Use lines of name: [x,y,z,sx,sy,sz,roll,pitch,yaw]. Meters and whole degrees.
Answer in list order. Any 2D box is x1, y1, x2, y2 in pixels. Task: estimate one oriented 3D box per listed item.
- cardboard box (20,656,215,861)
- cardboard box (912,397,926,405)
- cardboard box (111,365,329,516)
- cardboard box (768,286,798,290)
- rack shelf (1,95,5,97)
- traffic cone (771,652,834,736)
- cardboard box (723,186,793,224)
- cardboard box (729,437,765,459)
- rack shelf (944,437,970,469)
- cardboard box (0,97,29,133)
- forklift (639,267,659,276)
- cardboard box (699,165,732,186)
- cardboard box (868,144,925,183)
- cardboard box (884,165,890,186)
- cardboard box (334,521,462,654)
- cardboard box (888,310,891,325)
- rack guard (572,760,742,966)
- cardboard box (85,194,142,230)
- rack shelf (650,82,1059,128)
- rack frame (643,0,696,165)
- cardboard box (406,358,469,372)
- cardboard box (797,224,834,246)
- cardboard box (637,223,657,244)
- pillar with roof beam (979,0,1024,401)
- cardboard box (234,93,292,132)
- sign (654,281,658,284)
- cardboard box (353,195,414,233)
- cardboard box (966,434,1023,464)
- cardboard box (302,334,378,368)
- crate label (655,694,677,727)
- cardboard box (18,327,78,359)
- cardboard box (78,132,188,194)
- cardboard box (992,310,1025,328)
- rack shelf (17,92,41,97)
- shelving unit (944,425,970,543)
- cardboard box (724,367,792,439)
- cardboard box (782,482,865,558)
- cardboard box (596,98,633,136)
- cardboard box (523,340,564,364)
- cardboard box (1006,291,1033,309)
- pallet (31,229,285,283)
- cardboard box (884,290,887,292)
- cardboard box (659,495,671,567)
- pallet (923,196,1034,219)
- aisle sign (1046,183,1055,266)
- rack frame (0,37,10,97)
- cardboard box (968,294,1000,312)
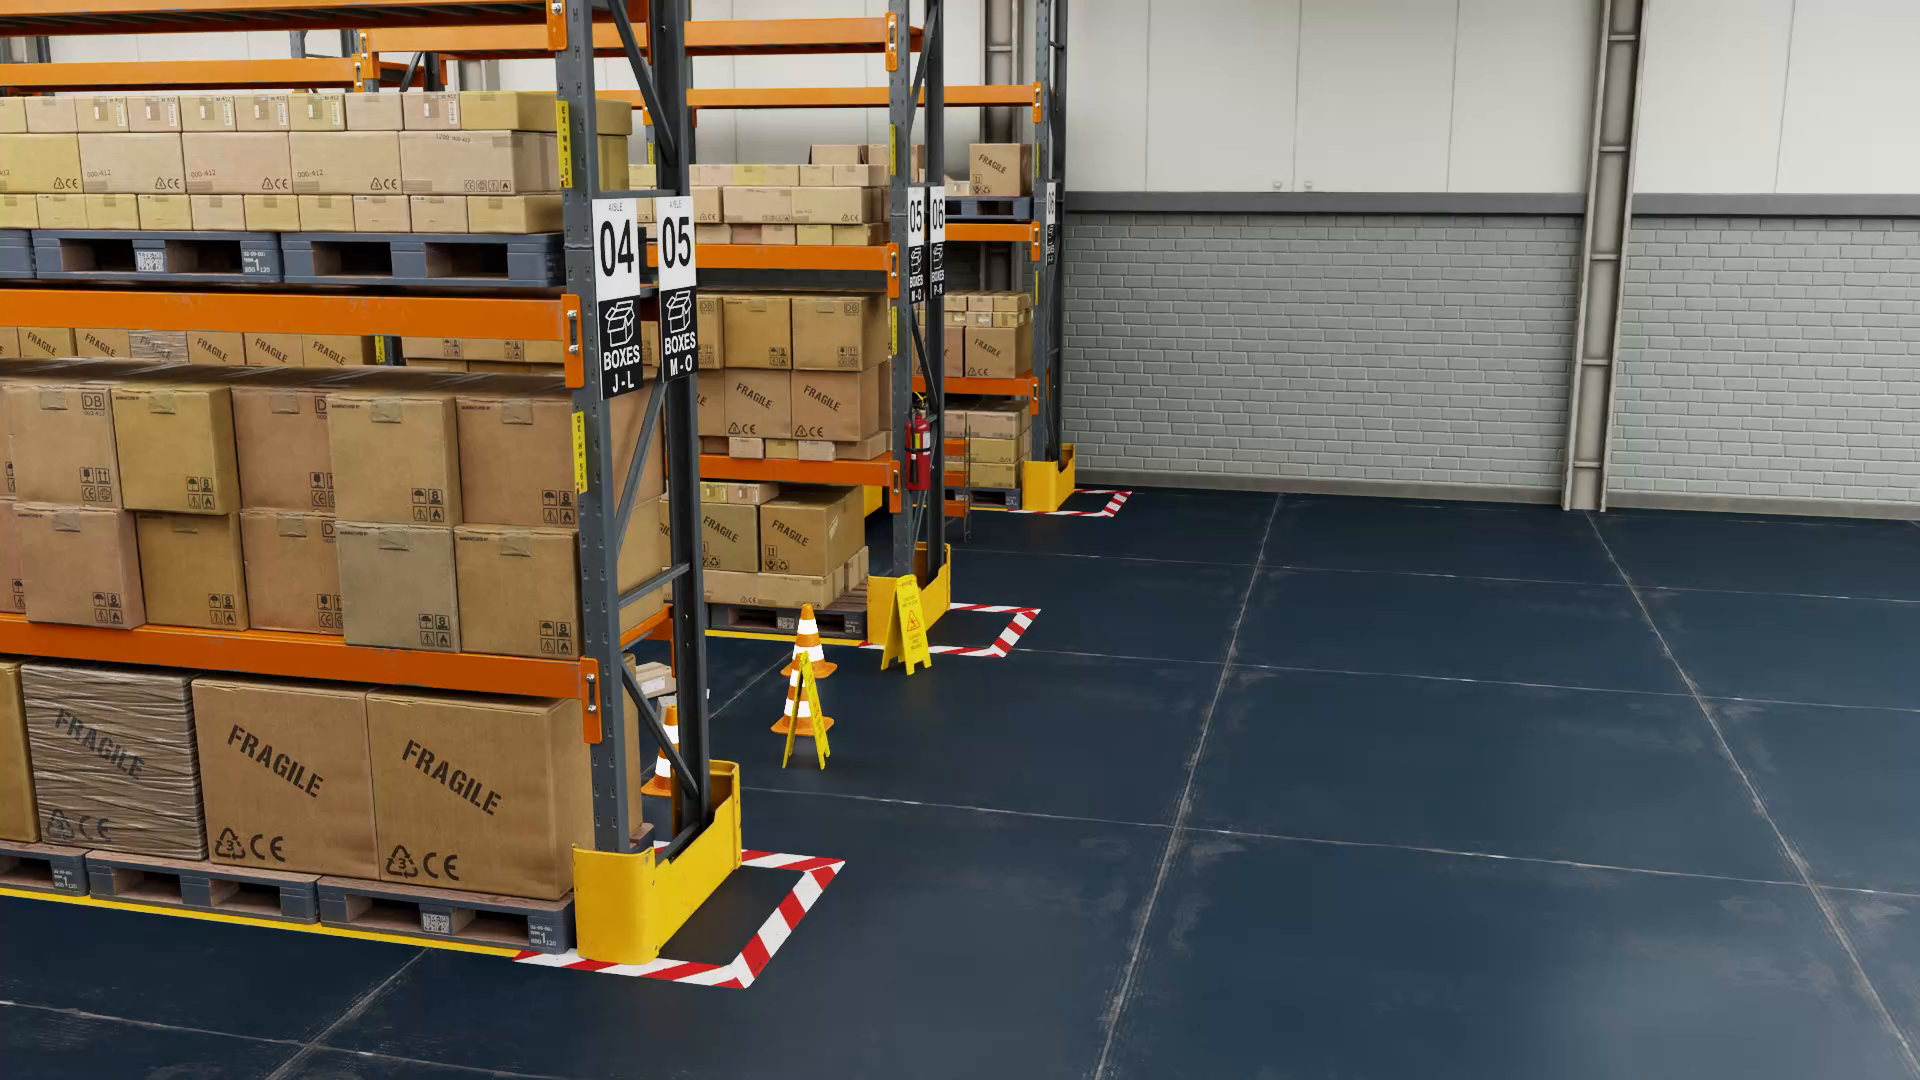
cardboard box: [-3.797,0.936,8.043,0.875,0.875,0.875,3,13,14]
cardboard box: [-0.500,-1.341,17.440,0.500,0.250,0.500,3,13,13]
cardboard box: [-3.347,-0.477,7.635,0.500,0.550,0.875,3,13,14]
cardboard box: [-1.859,-2.605,17.652,0.250,0.149,0.380,3,13,12]
rack shelf: [-10.004,-3.730,13.869,4.000,0.370,1.077,3,13,14]
traffic cone: [-0.958,0.910,10.080,0.334,0.463,0.336,3,13,14]
cardboard box: [-1.342,-2.364,11.714,0.500,0.250,0.500,3,13,13]
cardboard box: [-1.483,-0.695,12.036,0.250,0.149,0.380,3,13,15]
rack shelf: [-0.052,-0.782,15.090,0.240,0.259,0.215,3,13,14]
cardboard box: [-4.005,-1.832,7.194,0.250,0.149,0.380,3,13,14]
forklift: [-3.355,-1.702,16.156,3.031,2.935,1.130,1,13,6]
cardboard box: [-1.658,-2.584,11.785,0.250,0.149,0.380,3,13,14]
cardboard box: [-0.568,-3.685,16.579,0.500,0.500,0.700,3,13,14]
cardboard box: [-0.592,-2.621,11.951,0.250,0.149,0.380,3,13,13]
cardboard box: [-2.294,0.111,7.479,0.550,0.550,0.875,3,13,14]
cardboard box: [-0.765,-2.258,16.775,0.250,0.149,0.380,3,13,14]
rack guard: [-1.360,1.439,7.608,0.348,0.500,1.175,3,13,14]
cardboard box: [-3.518,-1.416,7.162,0.250,0.149,0.380,3,13,14]
rack shelf: [-1.052,-4.359,16.703,4.000,0.370,1.077,3,13,14]
rack frame: [-2.993,-5.009,17.050,0.127,3.000,1.000,3,13,14]
cardboard box: [-3.819,-1.149,12.584,0.500,0.500,0.500,3,13,13]
cardboard box: [-0.958,-2.136,11.606,0.250,0.149,0.380,3,13,14]
cardboard box: [-2.211,-2.200,11.896,0.250,0.149,0.380,3,13,13]
pillar with roof beam: [-0.601,-4.122,13.051,0.400,9.000,9.100,3,13,14]
cardboard box: [-2.776,-1.766,6.898,0.250,0.149,0.380,3,13,14]
sign: [-3.114,-2.492,17.066,0.005,0.325,0.100,3,13,14]
cardboard box: [-2.281,-1.350,6.865,0.250,0.149,0.380,3,13,14]
cardboard box: [0.343,-0.939,16.780,0.500,0.250,0.500,3,13,13]
cardboard box: [-4.682,-1.411,12.796,0.500,0.500,0.500,3,13,12]
crate label: [-1.736,1.041,10.240,0.298,0.136,0.250,-4,13,-16]
cardboard box: [-7.173,-1.545,13.401,0.500,0.500,0.500,4,13,16]
cardboard box: [-3.387,-1.618,7.150,0.500,0.250,0.500,3,13,14]
cardboard box: [0.486,-2.197,16.498,0.250,0.149,0.380,3,13,14]
rack shelf: [-12.702,-5.175,19.467,4.000,0.370,1.077,3,13,14]
shelving unit: [-0.052,-0.515,15.149,0.252,1.050,0.215,3,13,14]
cardboard box: [-1.373,-1.020,12.003,0.500,0.500,0.500,3,13,14]
cardboard box: [-1.036,-0.158,12.685,0.500,0.500,0.500,3,13,12]
cardboard box: [-1.631,-1.851,7.282,0.250,0.149,0.380,3,13,14]
cardboard box: [-2.832,-1.587,12.251,0.500,0.500,0.700,3,13,12]
cardboard box: [0.615,-2.445,16.932,0.250,0.149,0.380,3,13,12]
pallet: [-3.294,-1.302,7.475,1.213,0.211,1.003,3,13,14]
cardboard box: [-0.620,-2.536,17.338,0.250,0.149,0.380,3,13,12]
cardboard box: [-2.132,-0.098,12.413,0.500,0.500,0.500,3,13,12]
pallet: [0.210,-3.336,16.639,1.213,0.211,1.003,3,13,14]
aisle sign: [0.884,-3.076,16.189,0.004,0.787,0.394,3,13,14]
rack frame: [-8.062,-4.172,13.280,0.127,3.000,1.000,3,13,14]
cardboard box: [0.245,-2.364,16.563,0.250,0.149,0.380,3,13,14]
